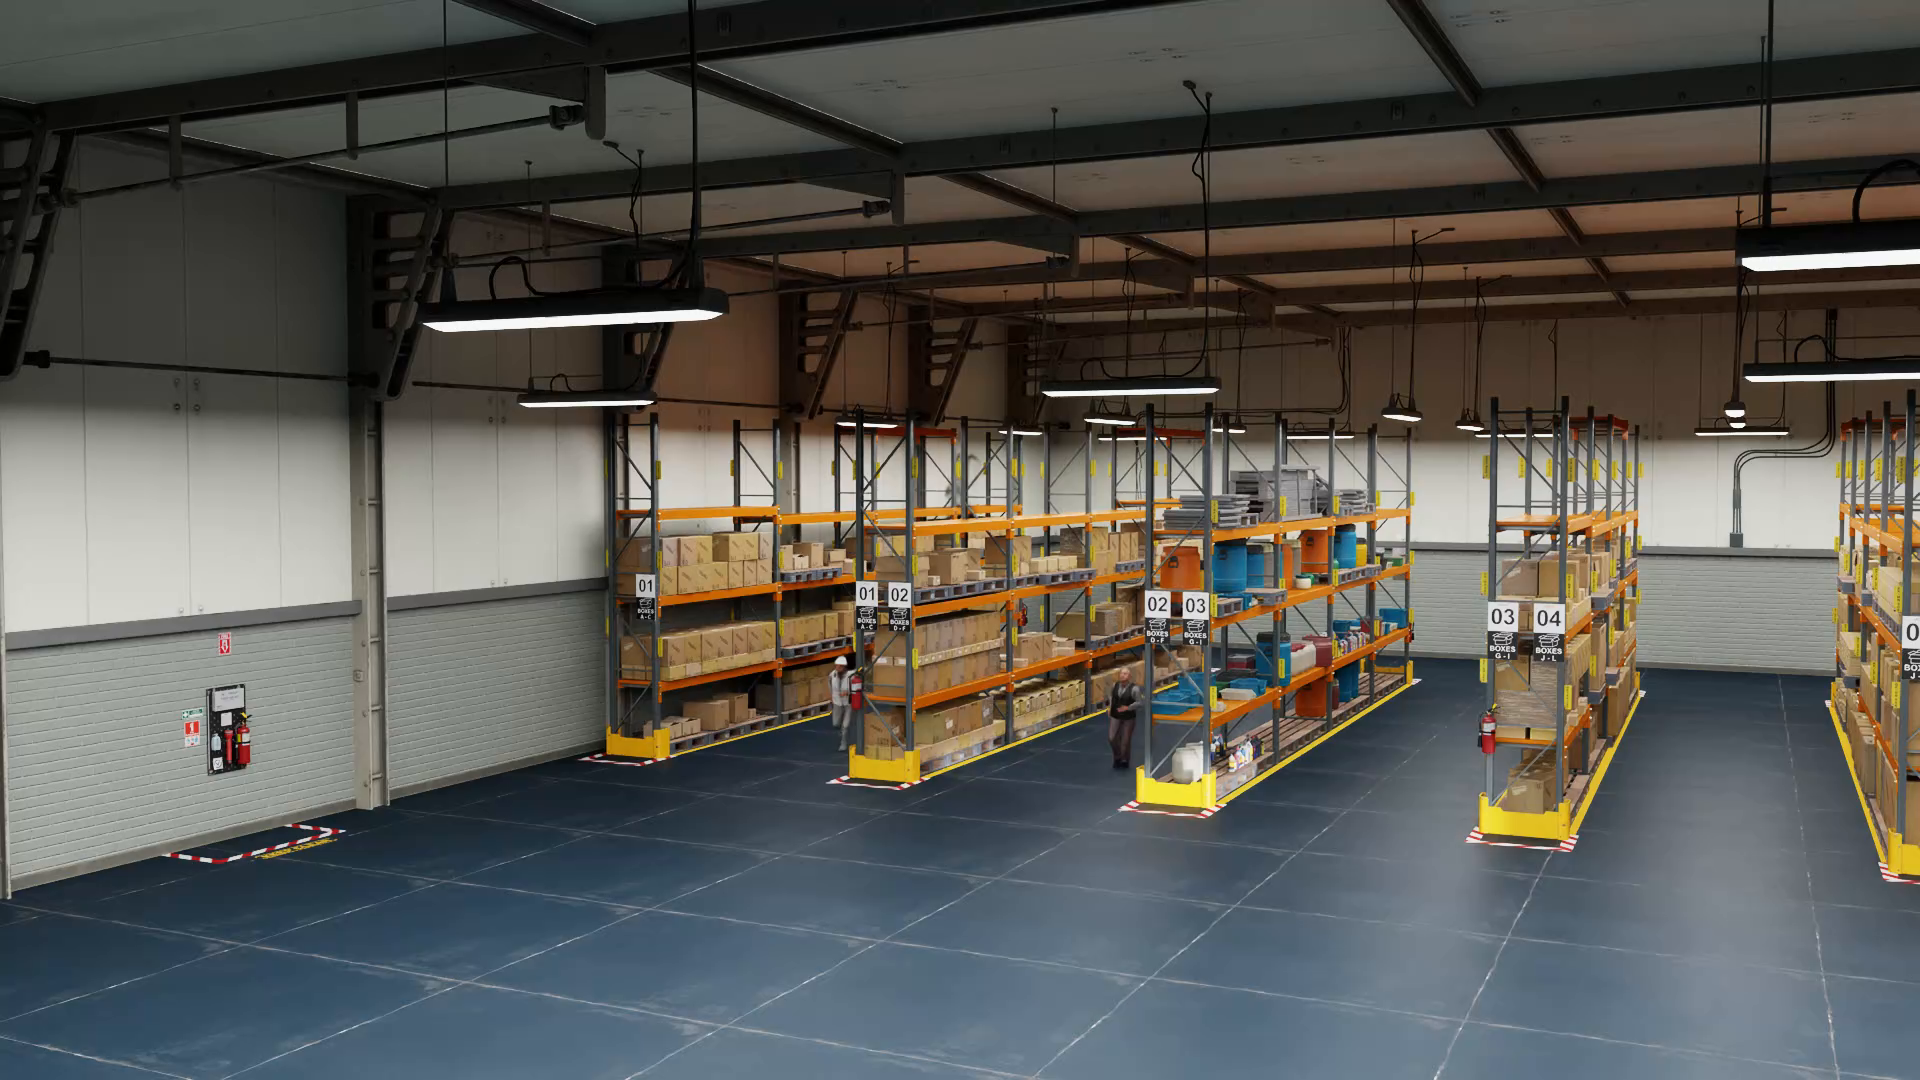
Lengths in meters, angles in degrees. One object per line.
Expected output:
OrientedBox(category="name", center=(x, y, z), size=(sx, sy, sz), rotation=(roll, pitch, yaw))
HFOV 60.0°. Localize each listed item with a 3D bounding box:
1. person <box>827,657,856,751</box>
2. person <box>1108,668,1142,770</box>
OrientedBox(category="person", center=(-2.095, 2.916, 29.647), size=(0.647, 1.703, 0.719), rotation=(0, 2, 11))
OrientedBox(category="person", center=(2.722, 2.997, 27.732), size=(0.654, 1.723, 0.612), rotation=(1, 3, 26))
